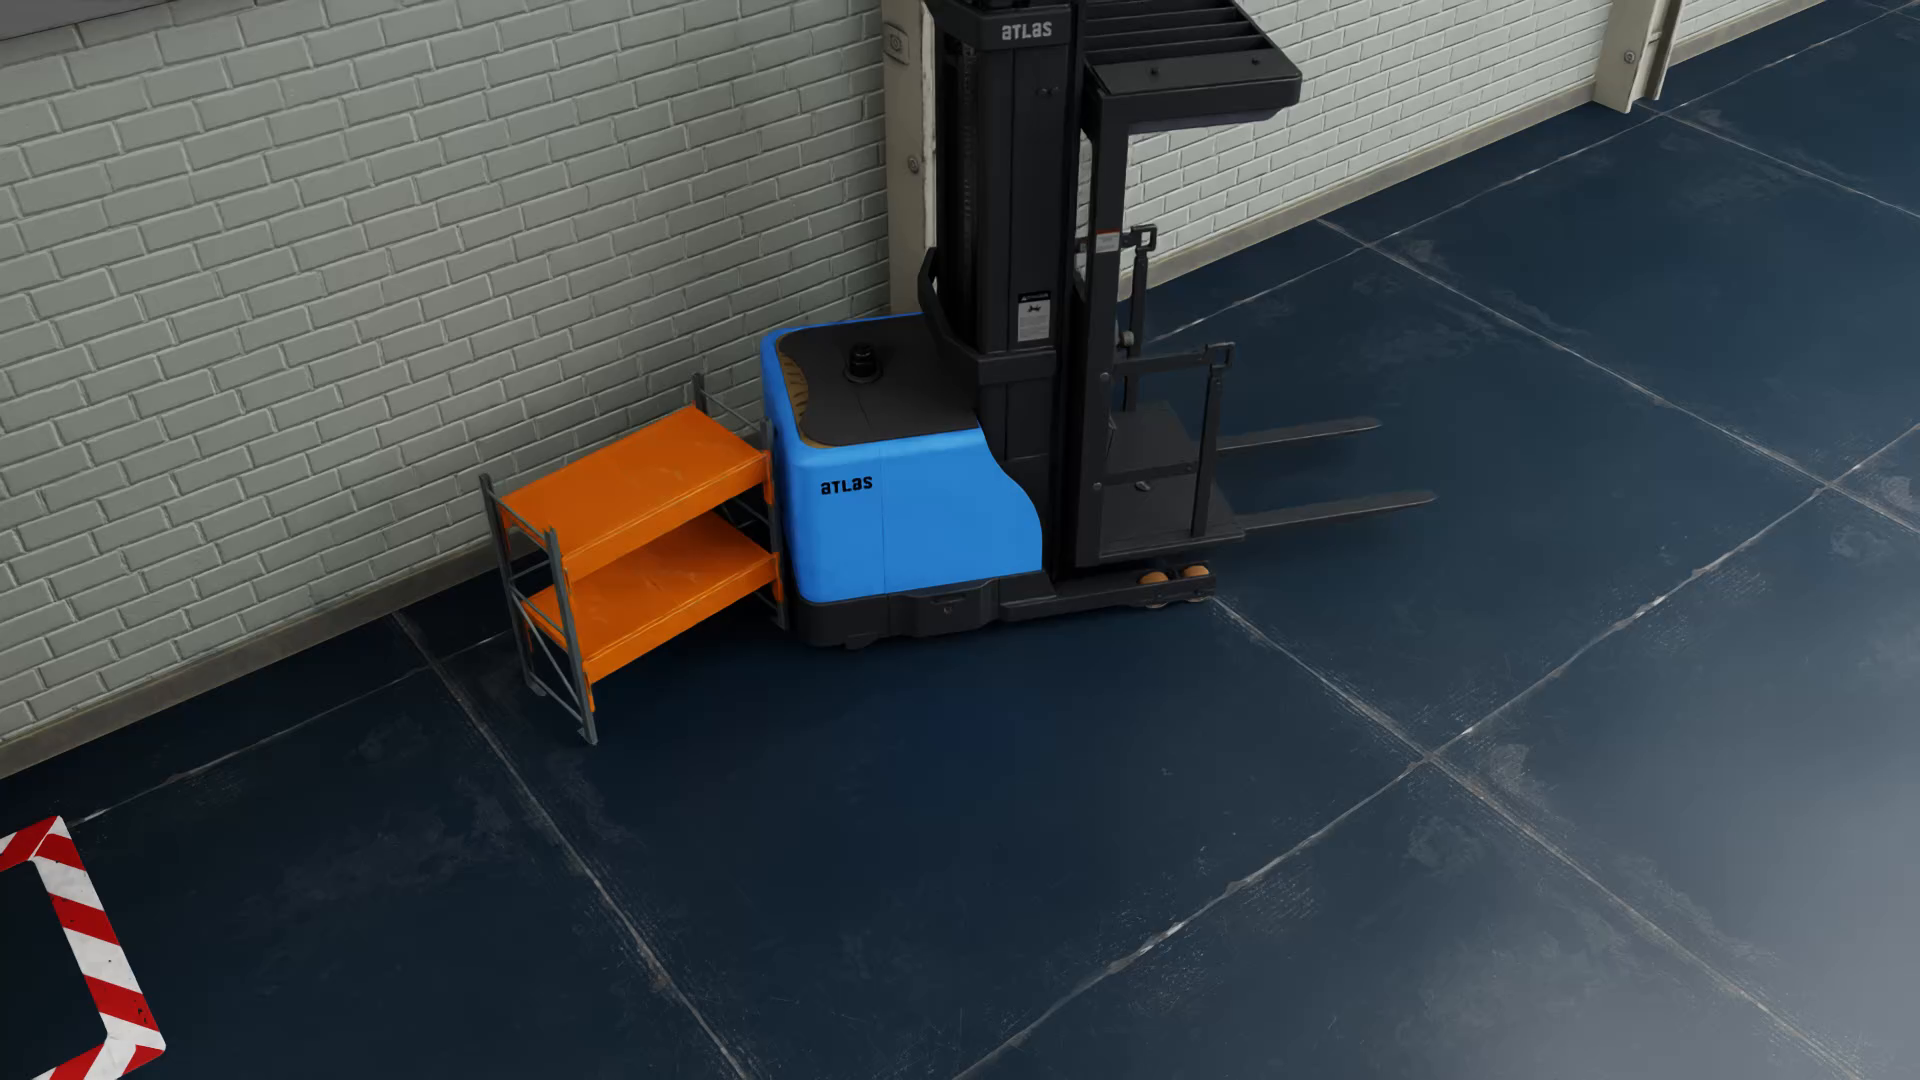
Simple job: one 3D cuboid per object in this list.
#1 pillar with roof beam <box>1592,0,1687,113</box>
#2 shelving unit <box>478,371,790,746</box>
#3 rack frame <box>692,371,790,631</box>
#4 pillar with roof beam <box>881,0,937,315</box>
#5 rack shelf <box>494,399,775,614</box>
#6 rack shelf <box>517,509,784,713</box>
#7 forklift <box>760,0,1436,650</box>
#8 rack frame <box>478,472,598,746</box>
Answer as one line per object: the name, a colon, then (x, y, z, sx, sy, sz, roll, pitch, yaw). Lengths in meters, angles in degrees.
pillar with roof beam: (7.274, -4.409, 6.163, 0.400, 9.000, 9.100, -26, 46, -28)
shelving unit: (-1.309, 0.069, 6.912, 1.048, 1.125, 0.538, -31, 49, -32)
rack frame: (-0.941, -0.153, 7.183, 0.032, 1.125, 0.500, -31, 49, -32)
pillar with roof beam: (2.517, -2.090, 3.336, 0.400, 9.000, 9.100, -26, 46, -28)
rack shelf: (-1.309, -0.157, 6.727, 1.000, 0.278, 0.538, -31, 49, -32)
rack shelf: (-1.309, 0.258, 7.067, 1.000, 0.278, 0.538, -31, 49, -32)
forklift: (0.679, -1.143, 6.966, 3.031, 2.935, 1.130, -8, 40, -10)
rack frame: (-1.677, 0.292, 6.641, 0.032, 1.125, 0.500, -31, 49, -32)
